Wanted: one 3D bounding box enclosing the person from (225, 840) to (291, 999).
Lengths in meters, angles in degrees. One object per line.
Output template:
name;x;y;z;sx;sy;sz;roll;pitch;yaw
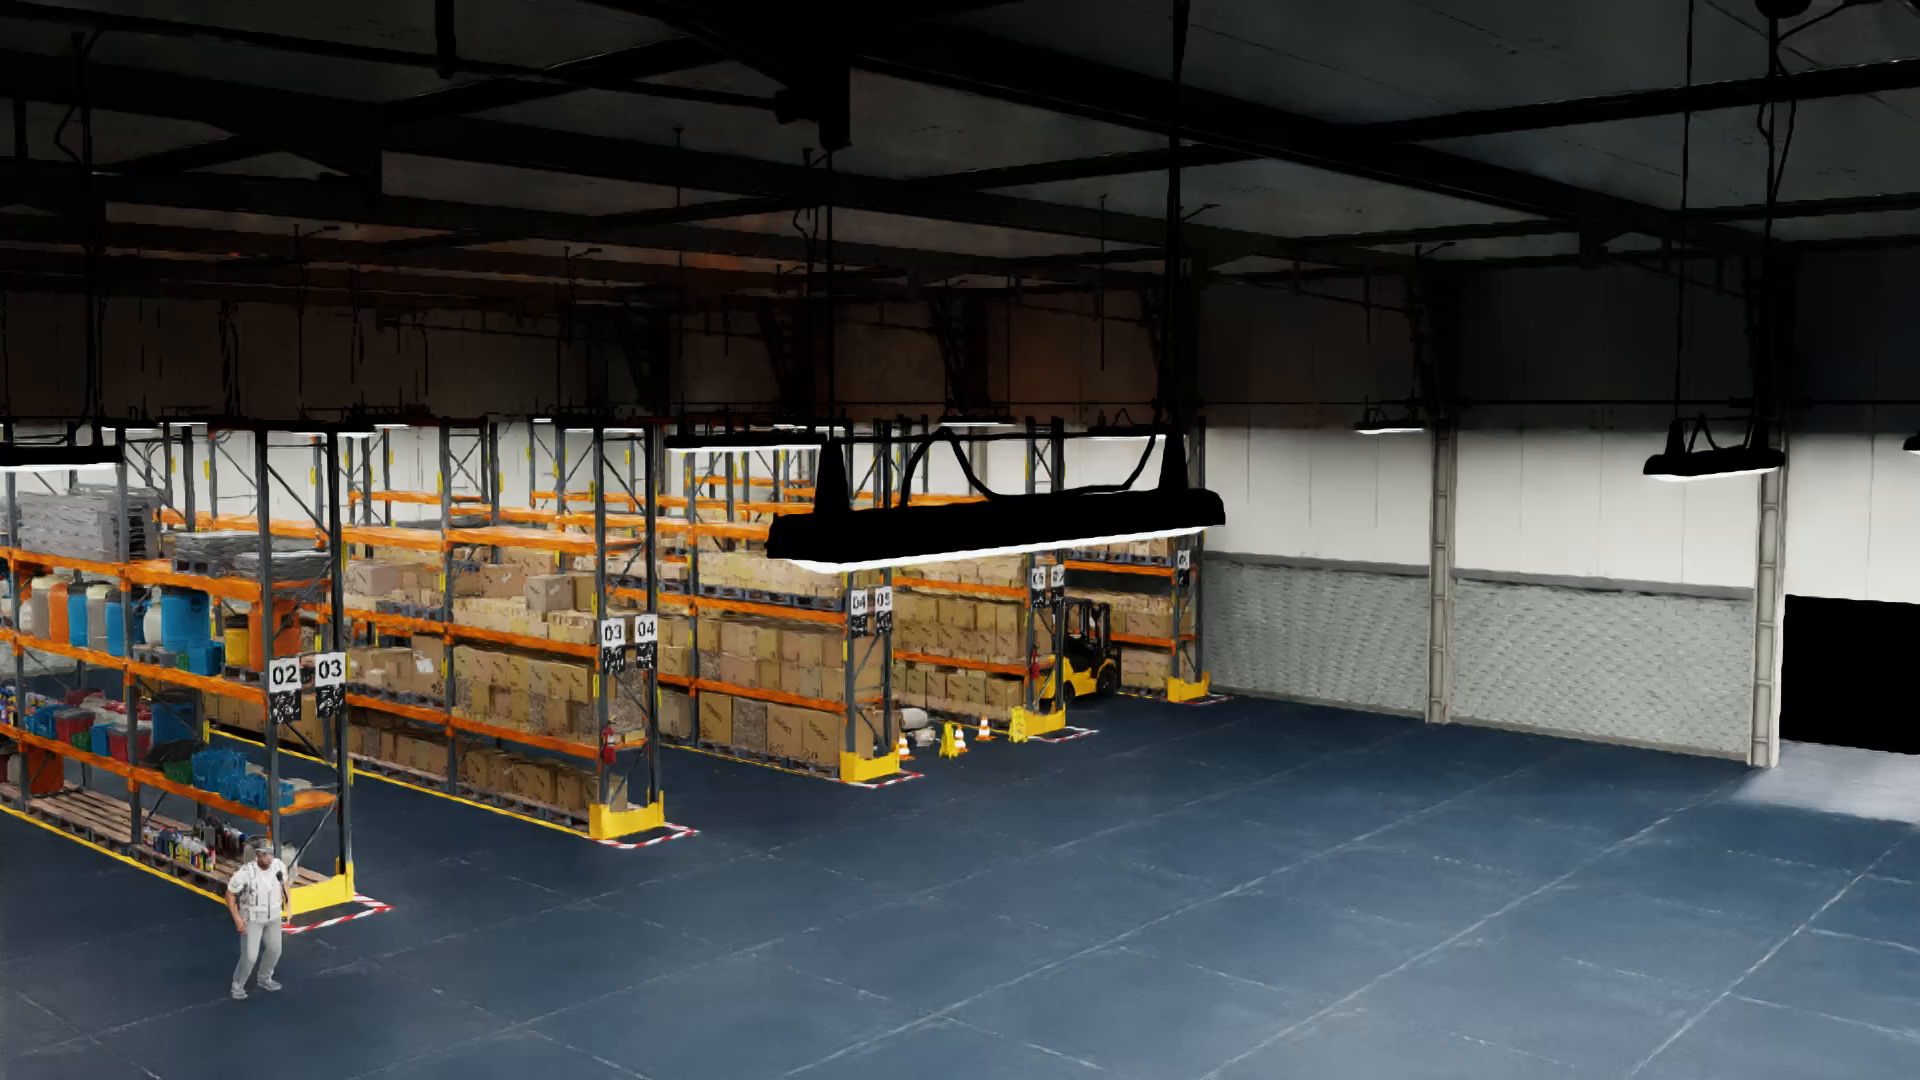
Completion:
person;-7.474;4.004;17.744;0.542;1.715;0.682;4;6;40

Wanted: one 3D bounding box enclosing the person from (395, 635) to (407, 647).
person;-13.957;2.007;41.240;0.695;1.763;0.540;0;5;4
